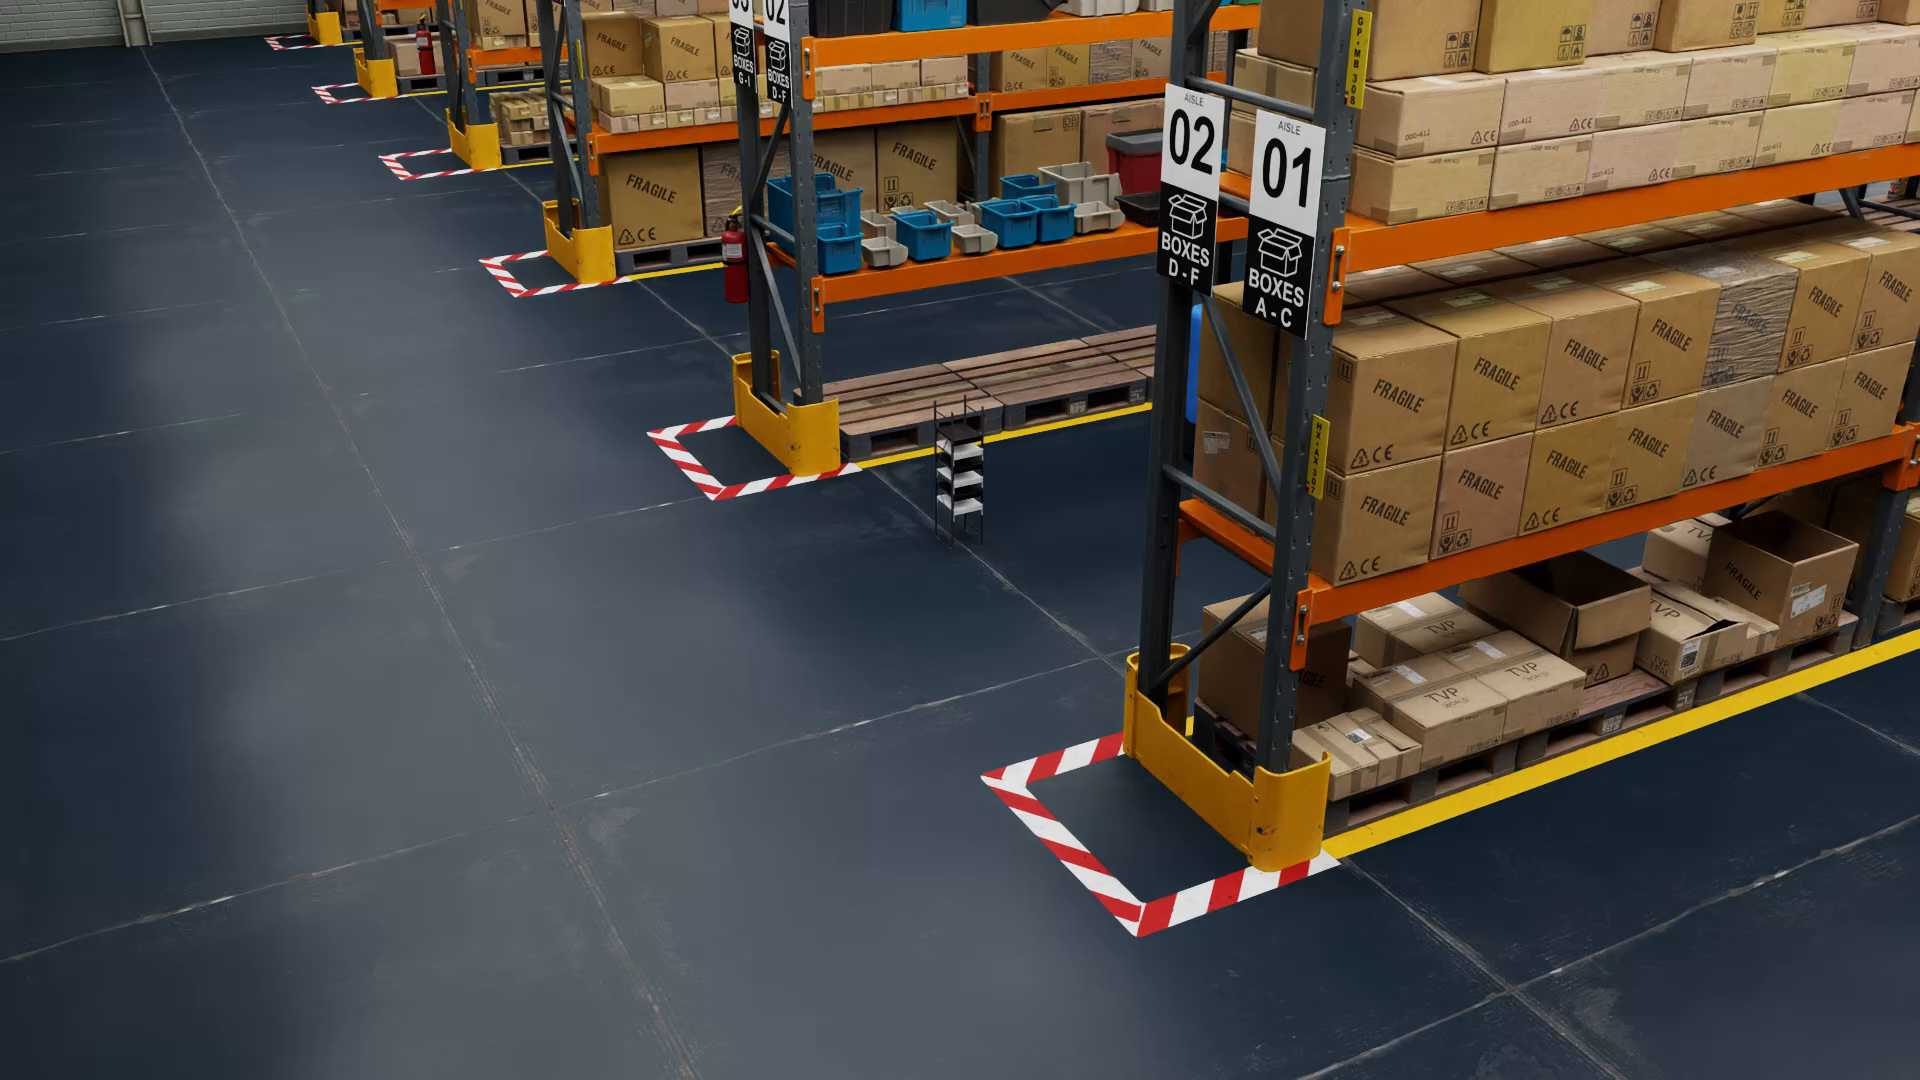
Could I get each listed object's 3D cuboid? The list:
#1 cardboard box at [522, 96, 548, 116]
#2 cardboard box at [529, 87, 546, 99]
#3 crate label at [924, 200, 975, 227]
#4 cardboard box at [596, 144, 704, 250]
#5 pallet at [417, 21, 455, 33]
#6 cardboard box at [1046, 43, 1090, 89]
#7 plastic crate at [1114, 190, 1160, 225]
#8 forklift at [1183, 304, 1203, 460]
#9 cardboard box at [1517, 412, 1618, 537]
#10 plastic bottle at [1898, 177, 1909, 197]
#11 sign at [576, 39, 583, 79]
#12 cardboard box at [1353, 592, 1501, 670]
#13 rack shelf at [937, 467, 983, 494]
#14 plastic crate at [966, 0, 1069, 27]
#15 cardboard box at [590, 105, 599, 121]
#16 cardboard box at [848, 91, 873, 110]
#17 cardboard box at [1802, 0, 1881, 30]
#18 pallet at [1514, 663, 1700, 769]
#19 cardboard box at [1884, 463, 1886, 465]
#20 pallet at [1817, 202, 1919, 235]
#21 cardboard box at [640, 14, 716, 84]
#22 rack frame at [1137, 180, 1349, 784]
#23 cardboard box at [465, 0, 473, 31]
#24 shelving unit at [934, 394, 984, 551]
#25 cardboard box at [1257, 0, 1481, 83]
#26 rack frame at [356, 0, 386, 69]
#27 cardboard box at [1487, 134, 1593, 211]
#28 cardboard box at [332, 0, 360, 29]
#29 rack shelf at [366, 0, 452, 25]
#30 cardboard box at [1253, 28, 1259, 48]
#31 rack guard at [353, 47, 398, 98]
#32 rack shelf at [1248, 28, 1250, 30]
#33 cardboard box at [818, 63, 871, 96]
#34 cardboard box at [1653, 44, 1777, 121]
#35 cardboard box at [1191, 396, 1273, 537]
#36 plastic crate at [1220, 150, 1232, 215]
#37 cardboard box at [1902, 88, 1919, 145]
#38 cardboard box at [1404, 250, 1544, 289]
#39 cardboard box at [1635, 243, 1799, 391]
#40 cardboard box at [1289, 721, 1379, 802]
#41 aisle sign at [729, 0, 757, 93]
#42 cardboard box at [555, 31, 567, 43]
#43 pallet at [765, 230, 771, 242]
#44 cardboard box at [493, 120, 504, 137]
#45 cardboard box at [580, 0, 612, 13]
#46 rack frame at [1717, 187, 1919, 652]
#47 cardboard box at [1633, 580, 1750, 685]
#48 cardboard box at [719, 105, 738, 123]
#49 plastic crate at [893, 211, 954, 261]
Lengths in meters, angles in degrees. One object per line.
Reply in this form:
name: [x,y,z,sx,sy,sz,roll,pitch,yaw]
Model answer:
cardboard box: [-4.964,-5.088,19.503,0.250,0.149,0.380,-12,28,-24]
cardboard box: [-5.008,-5.344,20.036,0.250,0.149,0.380,-14,29,-26]
crate label: [-0.067,-2.293,11.796,0.243,0.136,0.396,-13,29,-25]
cardboard box: [-3.001,-3.314,15.657,0.875,0.875,0.875,-13,29,-25]
pallet: [-8.685,-8.769,28.271,1.213,0.211,1.003,-13,29,-25]
cardboard box: [0.968,-4.882,16.838,0.500,0.500,0.500,-13,29,-25]
plastic crate: [1.471,-2.417,12.068,0.590,0.125,0.437,-13,29,-25]
forklift: [3.031,-1.994,11.016,3.031,2.935,1.130,-12,28,-23]
cardboard box: [2.542,-0.381,7.462,0.500,0.500,0.500,-13,29,-25]
plastic bottle: [9.660,-3.672,17.062,0.133,0.283,0.061,-11,28,-23]
sign: [-3.273,-4.134,14.304,0.005,0.325,0.100,-13,29,-25]
cardboard box: [2.346,0.517,8.377,0.500,0.250,0.500,-13,29,-25]
rack shelf: [-0.007,-0.374,10.066,0.200,0.077,0.258,-13,29,-25]
plastic crate: [0.280,-3.561,10.806,0.767,0.338,0.504,-13,29,-25]
cardboard box: [-3.369,-4.007,15.420,0.250,0.149,0.380,-12,28,-24]
cardboard box: [-1.022,-4.226,15.877,0.250,0.149,0.380,-12,28,-24]
cardboard box: [3.740,-2.639,7.545,0.500,0.500,0.700,-13,29,-25]
pallet: [2.975,0.695,8.560,1.213,0.211,1.003,-13,29,-25]
cardboard box: [5.400,-0.331,9.854,0.500,0.500,0.500,-13,29,-25]
pallet: [8.716,-3.042,16.343,1.213,0.211,1.003,-13,29,-25]
cardboard box: [-2.537,-4.423,14.959,0.500,0.500,0.500,-14,29,-26]
rack frame: [1.130,-0.138,7.071,0.127,3.000,1.000,-13,29,-25]
cardboard box: [-5.498,-6.205,19.250,0.500,0.500,0.500,-12,28,-24]
shelving unit: [-0.007,-0.404,10.052,0.210,0.900,0.258,-13,29,-25]
cardboard box: [1.575,-2.097,6.415,0.500,0.500,0.700,-13,29,-25]
rack frame: [-8.192,-7.706,22.835,0.127,3.000,1.000,-13,29,-25]
cardboard box: [2.150,-1.527,6.672,0.500,0.250,0.500,-13,29,-25]
cardboard box: [-9.946,-8.754,27.415,0.637,0.503,0.797,-14,29,-27]
rack shelf: [-6.427,-7.789,23.839,4.000,0.370,1.077,-13,29,-25]
cardboard box: [3.212,-5.401,17.918,0.500,0.500,0.500,-12,28,-24]
rack guard: [-8.213,-6.575,23.366,0.348,0.500,1.175,-13,29,-25]
rack shelf: [4.096,-4.280,13.064,4.000,0.370,1.077,-13,29,-25]
cardboard box: [-1.171,-4.402,15.783,0.500,0.250,0.500,-12,28,-24]
cardboard box: [3.031,-1.957,6.989,0.500,0.250,0.500,-13,29,-25]
cardboard box: [1.397,-0.378,7.456,0.500,0.500,0.500,-12,28,-24]
plastic crate: [2.080,-2.639,12.231,0.575,0.384,0.392,-13,29,-25]
cardboard box: [4.355,-2.036,7.733,0.500,0.250,0.500,-13,29,-25]
cardboard box: [2.294,-1.040,7.679,0.500,0.500,0.500,-12,28,-24]
cardboard box: [3.439,-1.038,7.676,0.500,0.500,0.500,-13,28,-25]
cardboard box: [1.661,0.995,7.497,0.250,0.149,0.380,-13,29,-25]
aisle sign: [-1.399,-3.299,10.652,0.004,0.787,0.394,-13,29,-25]
cardboard box: [-4.701,-5.871,19.303,0.250,0.149,0.380,-12,28,-23]
pallet: [-1.785,-3.104,16.471,1.213,0.211,1.003,-13,29,-25]
cardboard box: [-5.407,-4.927,19.856,0.250,0.149,0.380,-12,28,-24]
cardboard box: [-4.349,-6.215,19.270,0.500,0.500,0.500,-13,28,-24]
rack frame: [4.659,-0.952,8.768,0.127,3.000,1.000,-13,29,-25]
cardboard box: [3.628,0.439,8.469,0.500,0.311,0.500,-13,29,-25]
cardboard box: [-2.154,-3.965,15.332,0.250,0.149,0.380,-14,29,-26]
plastic crate: [-0.244,-2.040,11.158,0.300,0.233,0.416,-13,29,-25]
